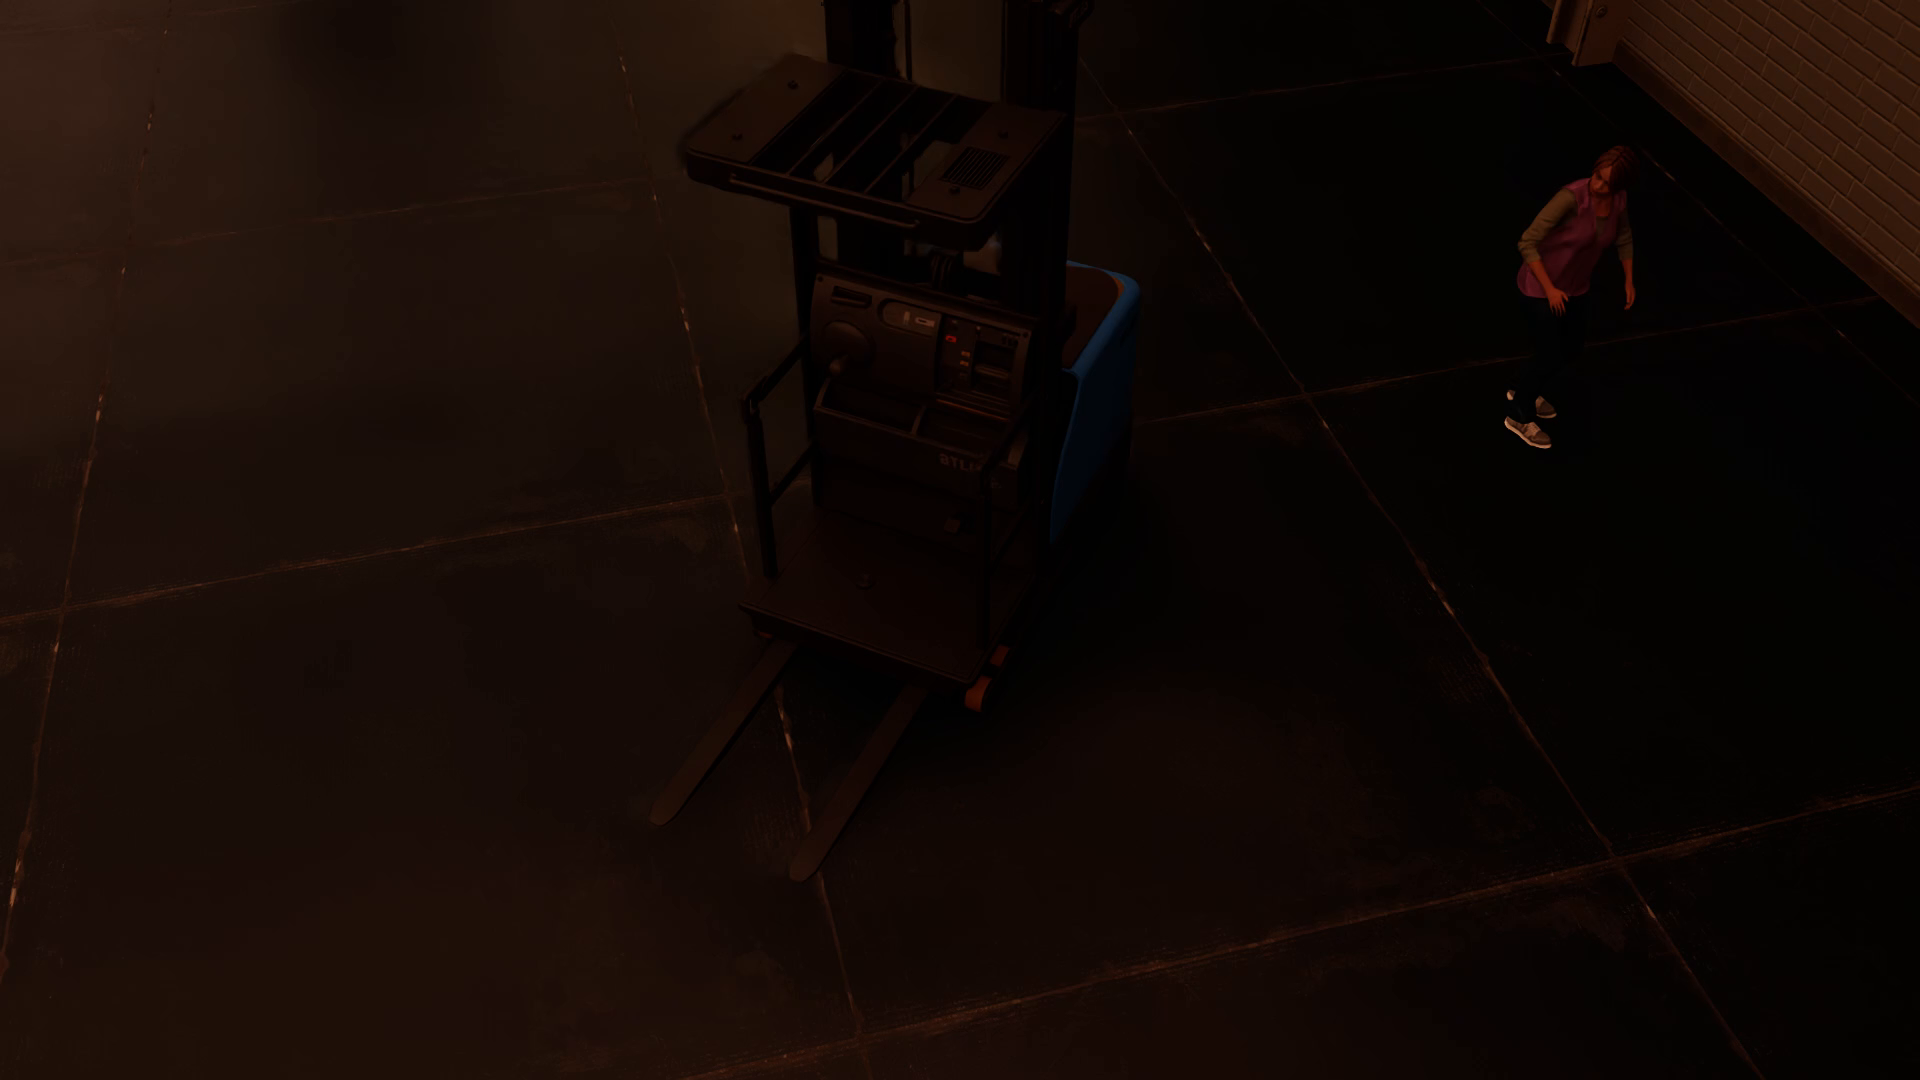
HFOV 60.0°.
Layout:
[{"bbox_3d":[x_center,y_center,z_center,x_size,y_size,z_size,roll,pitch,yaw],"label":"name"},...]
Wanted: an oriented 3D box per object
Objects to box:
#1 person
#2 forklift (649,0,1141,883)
[{"bbox_3d":[2.904,-1.175,7.904,0.632,1.557,0.449,-22,48,-22],"label":"person"},{"bbox_3d":[-0.249,-0.681,6.366,1.130,2.935,3.031,18,46,18],"label":"forklift"}]
